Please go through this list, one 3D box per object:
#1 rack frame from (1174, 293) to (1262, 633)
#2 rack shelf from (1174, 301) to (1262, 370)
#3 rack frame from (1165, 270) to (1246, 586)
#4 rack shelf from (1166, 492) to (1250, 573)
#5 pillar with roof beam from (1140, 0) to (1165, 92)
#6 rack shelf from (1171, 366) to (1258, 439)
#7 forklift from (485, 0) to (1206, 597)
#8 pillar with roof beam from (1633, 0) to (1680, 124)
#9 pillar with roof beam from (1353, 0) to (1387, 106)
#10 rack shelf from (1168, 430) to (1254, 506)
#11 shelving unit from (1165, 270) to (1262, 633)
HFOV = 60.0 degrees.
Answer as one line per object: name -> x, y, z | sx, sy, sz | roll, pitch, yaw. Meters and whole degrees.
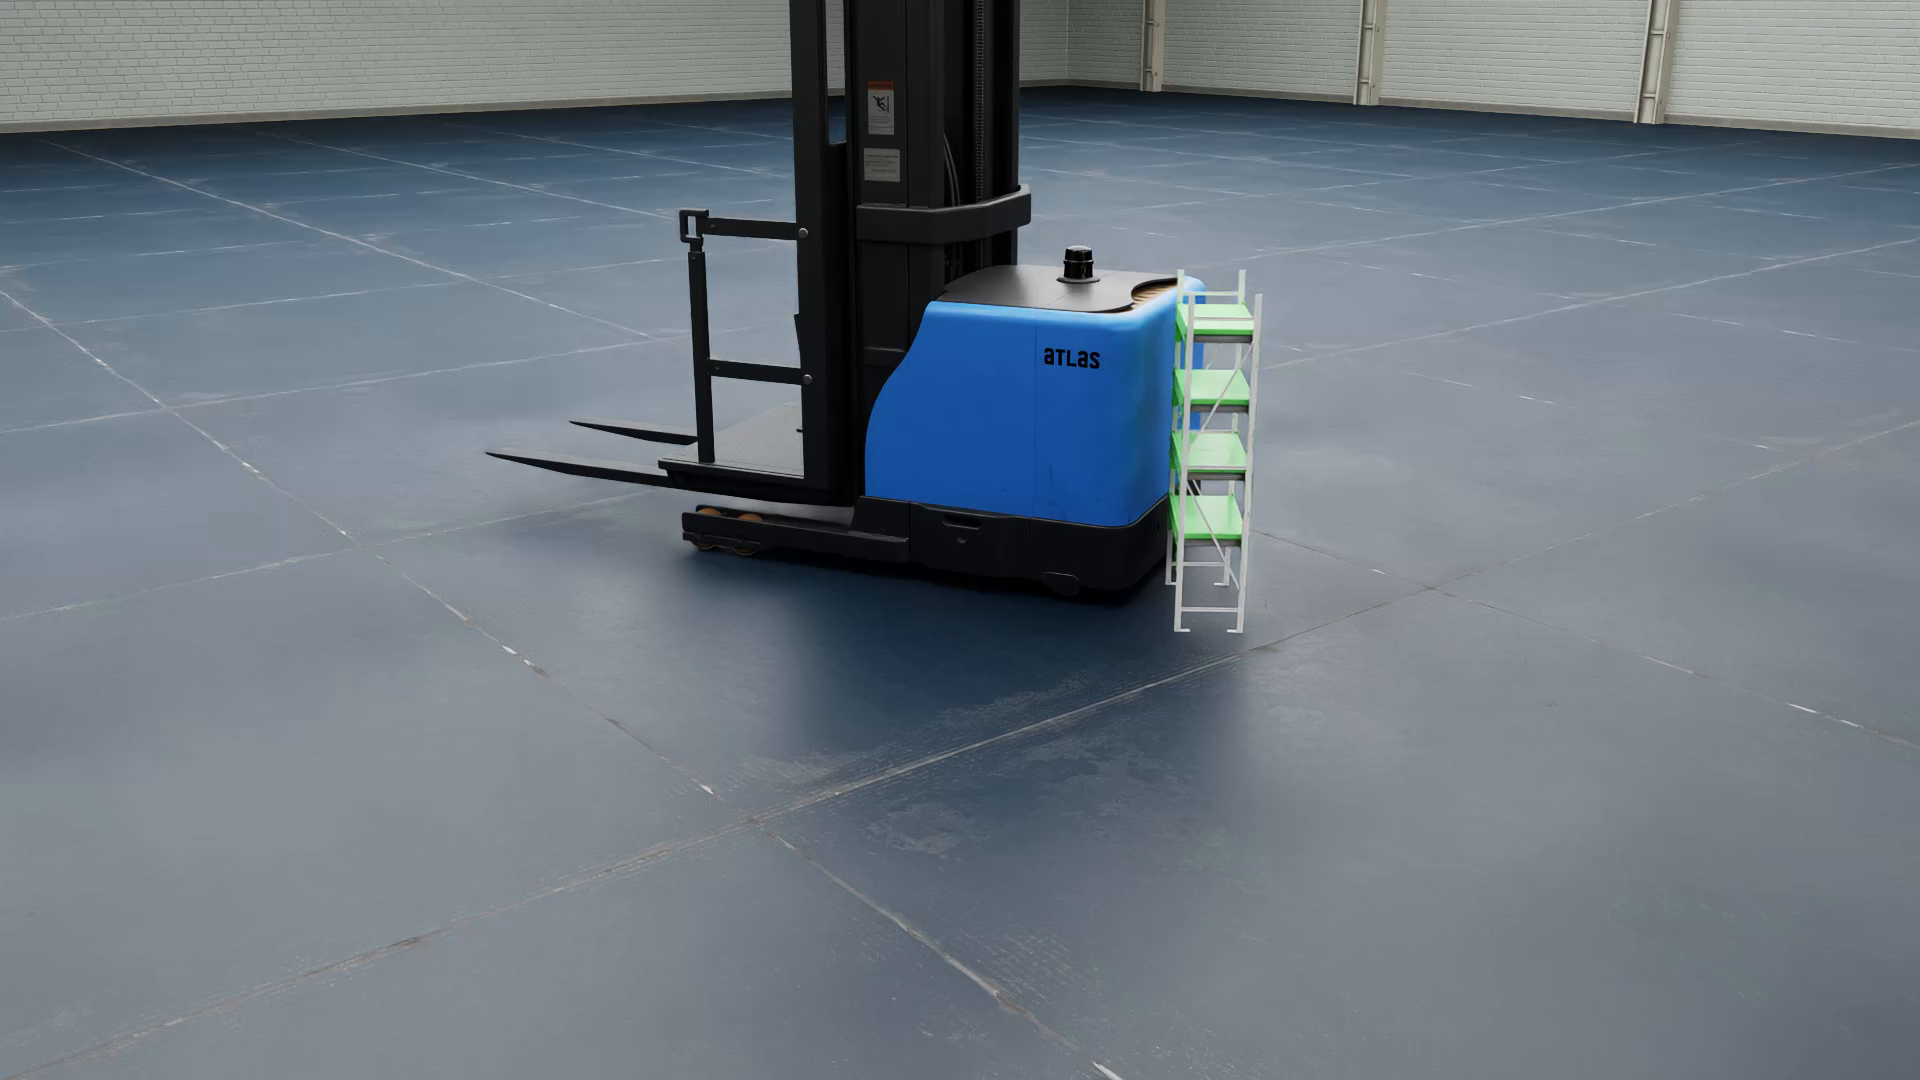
rack frame -> 0.878, -0.245, 5.694 | 0.240, 1.200, 0.015 | 1, 18, 3
rack shelf -> 0.891, -0.717, 5.794 | 0.258, 0.148, 0.480 | 1, 18, 3
rack frame -> 0.904, -0.398, 6.156 | 0.240, 1.200, 0.015 | 1, 18, 3
rack shelf -> 0.891, -0.033, 6.021 | 0.258, 0.148, 0.480 | 1, 18, 3
pillar with roof beam -> 0.905, -13.491, 33.290 | 9.100, 9.000, 0.400 | -14, 23, -36
rack shelf -> 0.891, -0.489, 5.870 | 0.258, 0.148, 0.480 | 1, 18, 3
forklift -> -0.572, -1.471, 6.641 | 3.031, 2.935, 1.130 | 8, 20, 22
pillar with roof beam -> 8.355, -10.534, 24.361 | 9.100, 9.000, 0.400 | -14, 23, -36
pillar with roof beam -> 4.630, -12.013, 28.826 | 9.100, 9.000, 0.400 | -14, 23, -36
rack shelf -> 0.891, -0.261, 5.945 | 0.258, 0.148, 0.480 | 1, 18, 3
shelving unit -> 0.891, -0.322, 5.925 | 0.258, 1.200, 0.503 | 1, 18, 3
